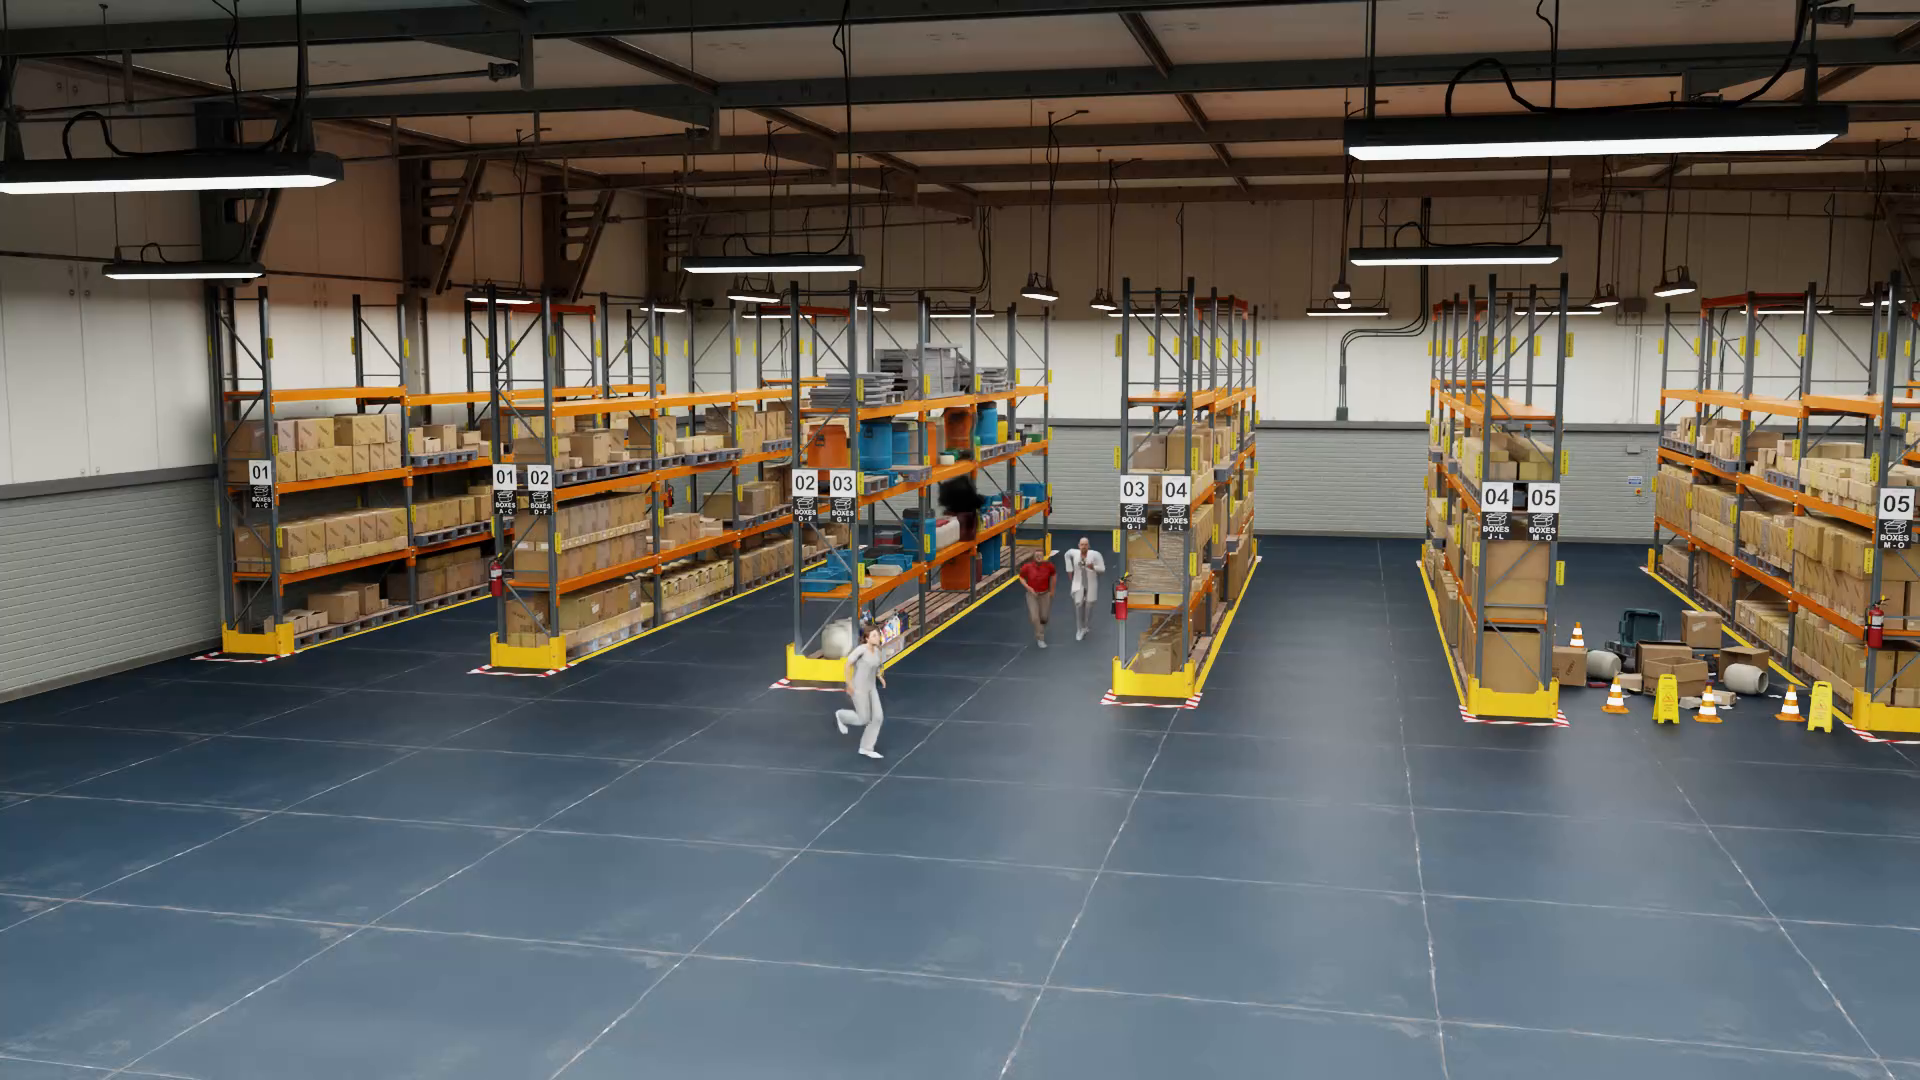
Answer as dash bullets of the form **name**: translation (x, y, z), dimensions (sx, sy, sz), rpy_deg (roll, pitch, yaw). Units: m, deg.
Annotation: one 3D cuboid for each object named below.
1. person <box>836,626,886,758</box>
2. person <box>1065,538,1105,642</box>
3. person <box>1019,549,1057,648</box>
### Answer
- **person**: translation (-1.240, 1.861, 20.610), dimensions (0.705, 1.631, 0.587), rpy_deg (5, 8, 38)
- **person**: translation (2.153, 0.826, 28.738), dimensions (0.694, 1.780, 1.014), rpy_deg (0, 7, 4)
- **person**: translation (1.315, 0.963, 28.121), dimensions (0.653, 1.676, 0.756), rpy_deg (0, 7, 0)
